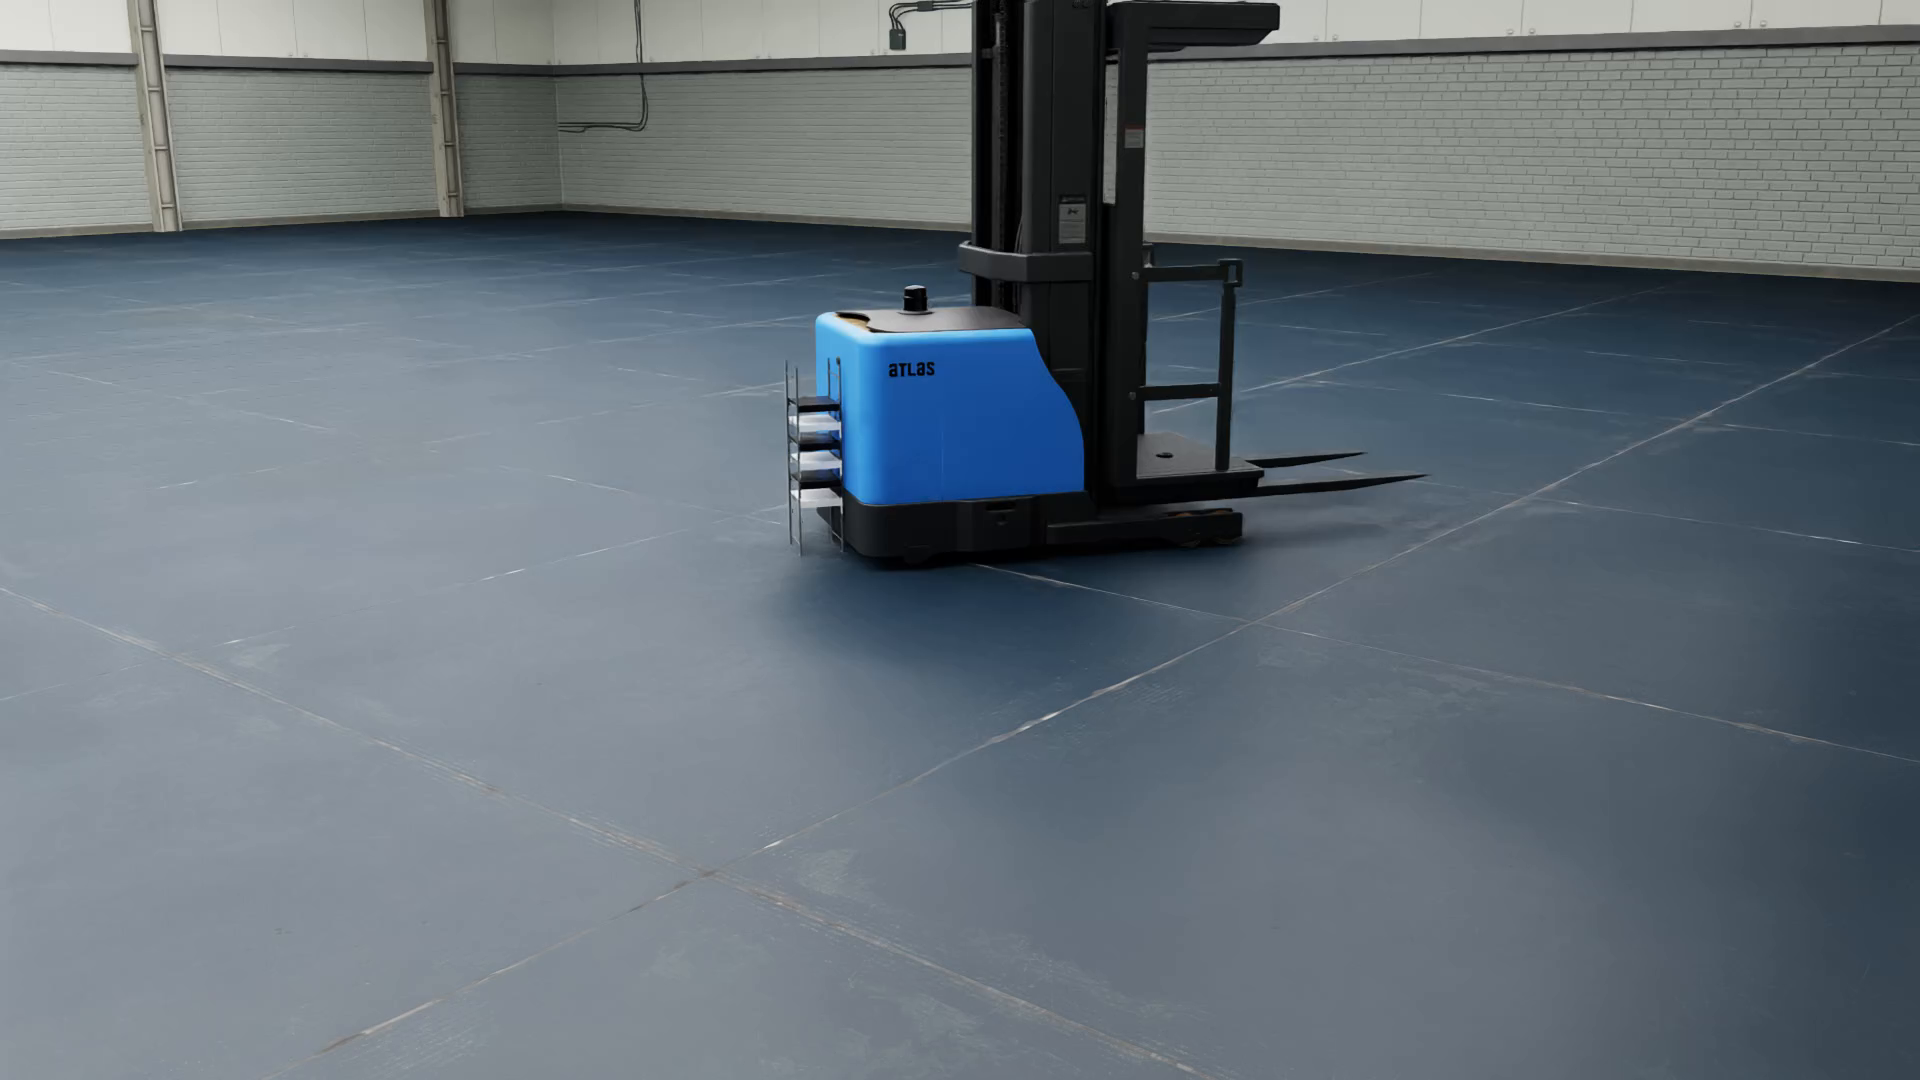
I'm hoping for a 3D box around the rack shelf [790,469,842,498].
[{"bbox_3d":[-0.683,-0.269,7.855,0.200,0.077,0.258,-5,15,-17],"label":"rack shelf"}]

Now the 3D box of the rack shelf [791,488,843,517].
[{"bbox_3d":[-0.683,-0.182,7.877,0.200,0.077,0.258,-5,15,-17],"label":"rack shelf"}]

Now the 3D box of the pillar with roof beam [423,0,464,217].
[{"bbox_3d":[-7.271,-10.457,31.010,9.100,9.000,0.400,11,18,38],"label":"pillar with roof beam"}]

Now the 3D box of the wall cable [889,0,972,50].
[{"bbox_3d":[-0.366,-11.659,28.834,2.305,6.003,0.169,11,18,38],"label":"wall cable"}]

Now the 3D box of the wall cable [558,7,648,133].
[{"bbox_3d":[-7.740,-9.978,35.430,3.097,2.526,0.112,11,18,38],"label":"wall cable"}]

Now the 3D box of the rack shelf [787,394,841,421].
[{"bbox_3d":[-0.683,-0.618,7.766,0.200,0.077,0.258,-5,15,-17],"label":"rack shelf"}]

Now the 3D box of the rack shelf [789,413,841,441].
[{"bbox_3d":[-0.683,-0.531,7.788,0.200,0.077,0.258,-5,15,-17],"label":"rack shelf"}]

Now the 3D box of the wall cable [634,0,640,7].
[{"bbox_3d":[-5.636,-12.007,33.160,3.097,2.526,0.112,11,18,38],"label":"wall cable"}]

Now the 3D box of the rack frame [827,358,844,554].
[{"bbox_3d":[-0.587,-0.396,7.855,0.006,0.900,0.240,-5,15,-17],"label":"rack frame"}]

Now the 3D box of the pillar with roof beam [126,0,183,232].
[{"bbox_3d":[-11.042,-9.308,26.487,9.100,9.000,0.400,11,18,38],"label":"pillar with roof beam"}]

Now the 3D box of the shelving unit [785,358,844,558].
[{"bbox_3d":[-0.683,-0.388,7.824,0.210,0.900,0.258,-5,15,-17],"label":"shelving unit"}]

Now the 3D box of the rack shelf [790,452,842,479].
[{"bbox_3d":[-0.683,-0.356,7.832,0.200,0.077,0.258,-5,15,-17],"label":"rack shelf"}]

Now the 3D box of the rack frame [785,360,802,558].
[{"bbox_3d":[-0.780,-0.381,7.794,0.006,0.900,0.240,-5,15,-17],"label":"rack frame"}]

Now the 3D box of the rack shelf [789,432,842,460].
[{"bbox_3d":[-0.683,-0.443,7.810,0.200,0.077,0.258,-5,15,-17],"label":"rack shelf"}]

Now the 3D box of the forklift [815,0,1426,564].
[{"bbox_3d":[0.853,-1.502,8.083,3.031,2.935,1.130,-5,15,-17],"label":"forklift"}]
